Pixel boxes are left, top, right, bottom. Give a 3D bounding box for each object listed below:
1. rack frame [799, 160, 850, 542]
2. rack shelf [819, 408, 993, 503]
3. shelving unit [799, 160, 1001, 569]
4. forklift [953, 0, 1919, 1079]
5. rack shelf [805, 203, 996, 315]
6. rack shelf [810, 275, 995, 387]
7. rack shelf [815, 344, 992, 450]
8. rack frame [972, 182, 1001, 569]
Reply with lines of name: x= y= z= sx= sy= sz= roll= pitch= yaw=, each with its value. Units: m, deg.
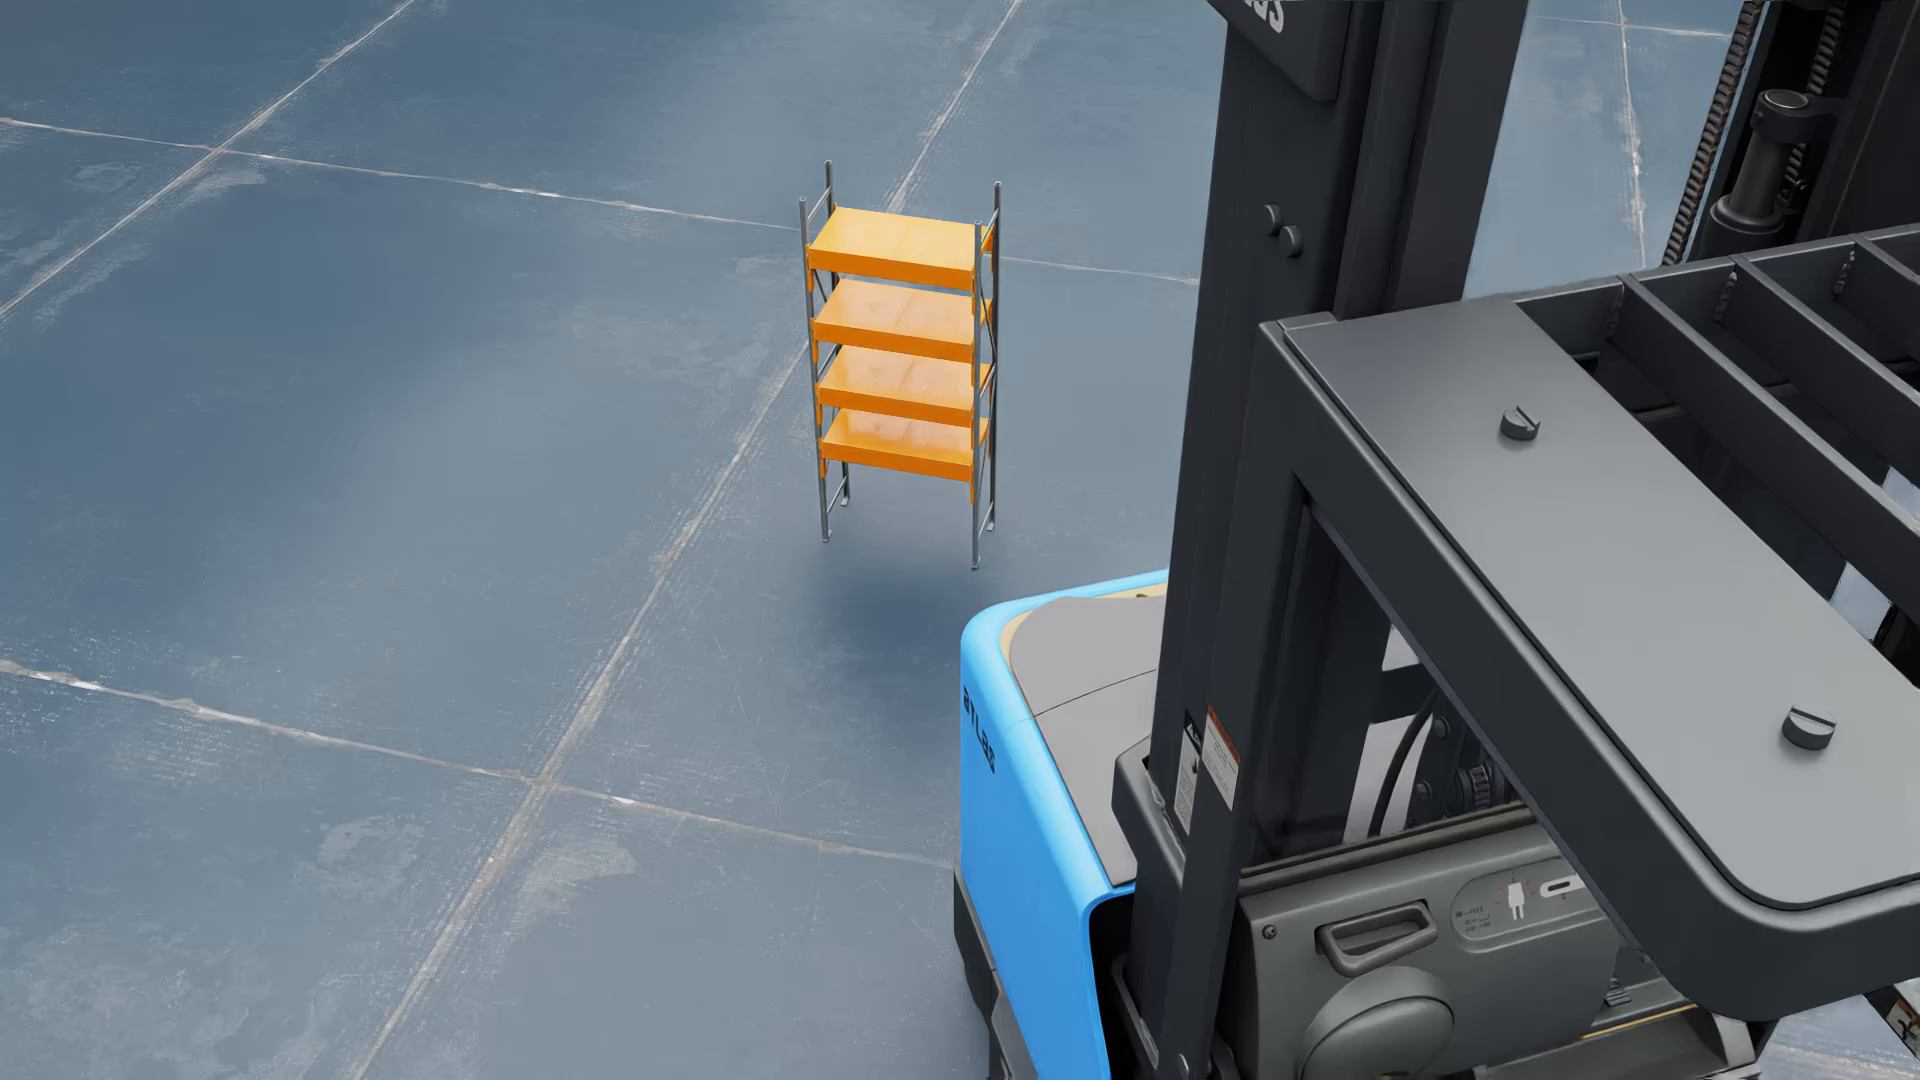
rack frame: x=-0.396 y=-0.528 z=4.945 sx=0.015 sy=1.200 sz=0.240 roll=10 pitch=41 yaw=11
rack shelf: x=-0.160 y=-0.283 z=5.068 sx=0.480 sy=0.148 sz=0.258 roll=10 pitch=41 yaw=11
shelving unit: x=-0.160 y=-0.487 z=4.897 sx=0.503 sy=1.200 sz=0.258 roll=10 pitch=41 yaw=11
forklift: x=0.900 y=0.660 z=2.185 sx=1.130 sy=2.935 sz=3.031 roll=-11 pitch=41 yaw=-13
rack shelf: x=-0.160 y=-0.788 z=4.644 sx=0.480 sy=0.148 sz=0.258 roll=10 pitch=41 yaw=11
rack shelf: x=-0.160 y=-0.607 z=4.796 sx=0.480 sy=0.148 sz=0.258 roll=10 pitch=41 yaw=11
rack shelf: x=-0.160 y=-0.435 z=4.940 sx=0.480 sy=0.148 sz=0.258 roll=10 pitch=41 yaw=11
rack frame: x=0.076 y=-0.446 z=4.849 sx=0.015 sy=1.200 sz=0.240 roll=10 pitch=41 yaw=11
